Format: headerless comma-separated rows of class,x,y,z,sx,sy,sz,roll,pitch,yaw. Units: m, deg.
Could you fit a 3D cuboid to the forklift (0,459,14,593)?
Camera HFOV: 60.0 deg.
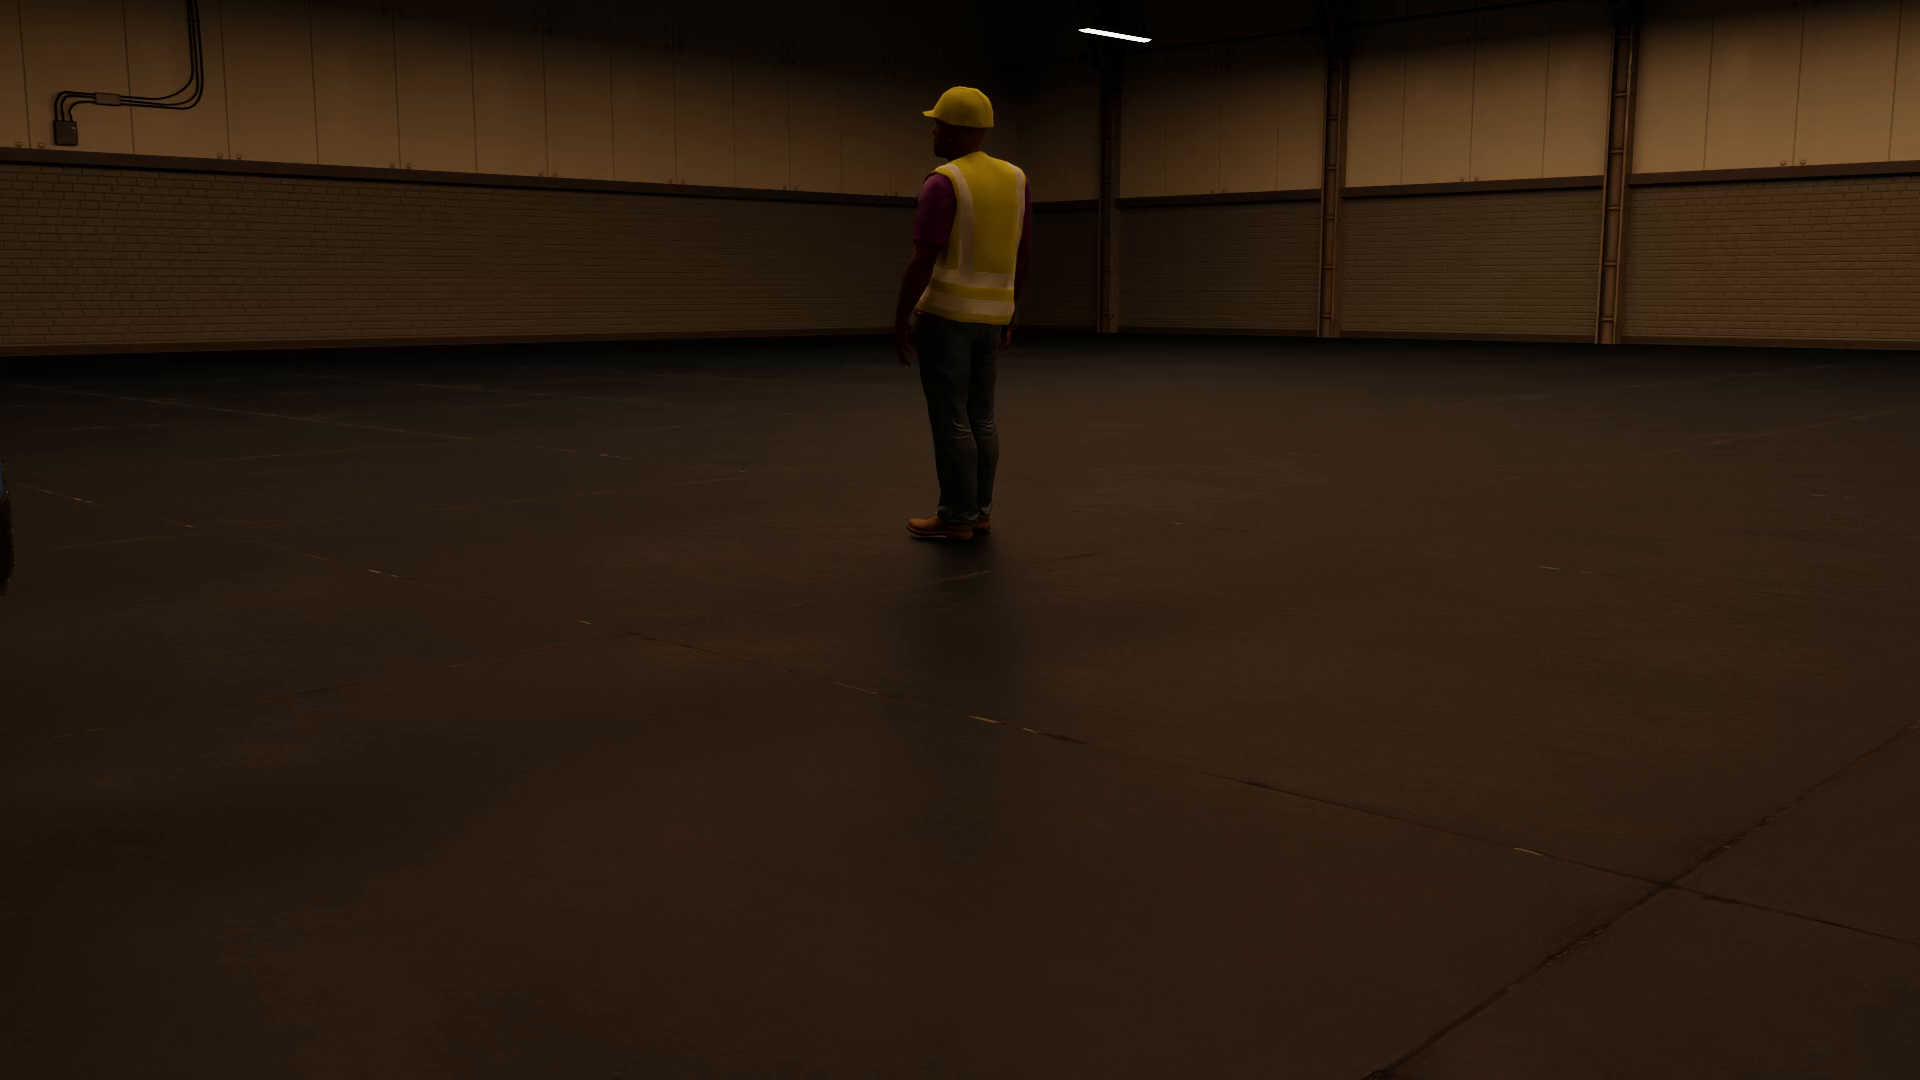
forklift,-4.406,-1.139,4.437,3.031,2.935,1.130,-4,10,-26

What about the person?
person,-0.046,-0.889,6.637,0.575,1.768,0.665,8,12,43
